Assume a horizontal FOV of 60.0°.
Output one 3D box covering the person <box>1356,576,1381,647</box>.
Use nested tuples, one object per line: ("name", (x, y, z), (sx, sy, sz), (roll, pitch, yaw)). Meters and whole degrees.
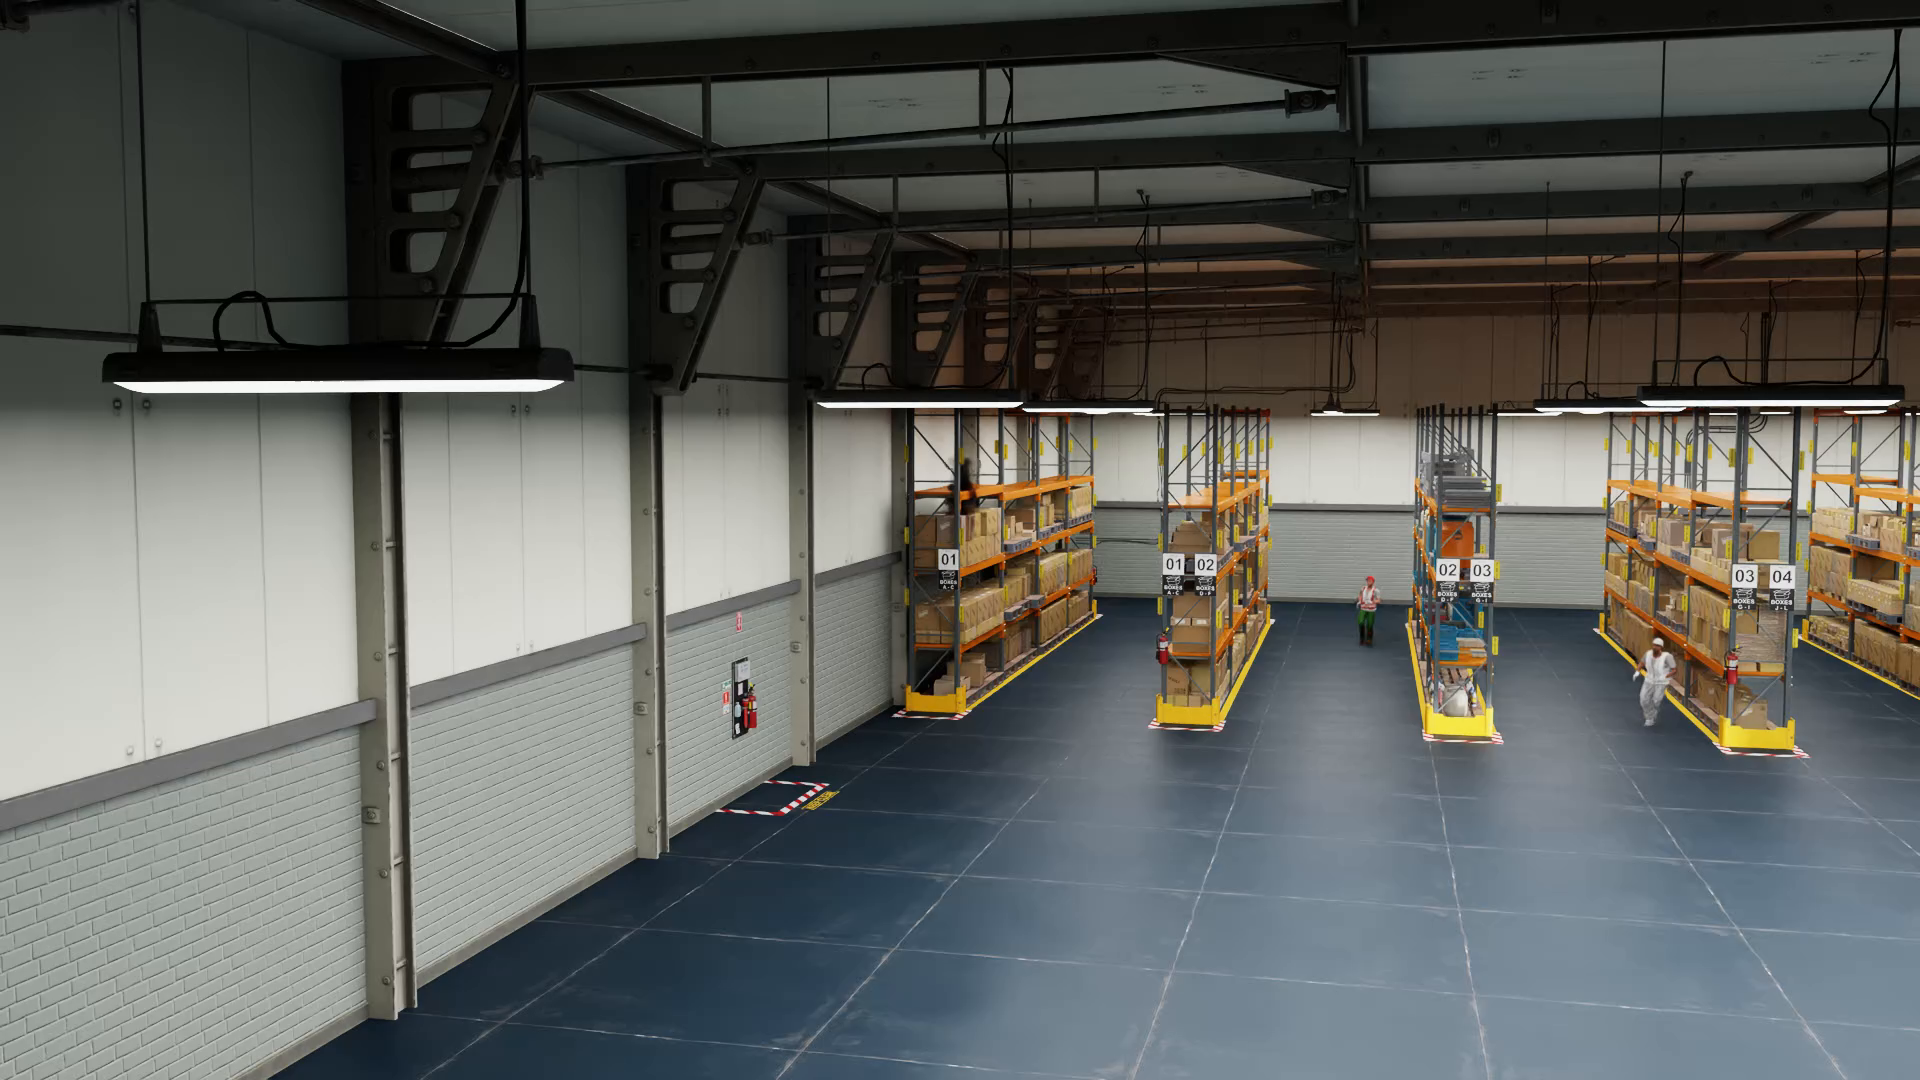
("person", (10.288, 1.796, 41.870), (0.637, 1.801, 0.700), (2, 5, 29))

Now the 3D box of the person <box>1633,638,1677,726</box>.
("person", (12.958, 2.649, 30.963), (0.776, 1.678, 0.546), (3, 5, 39))
